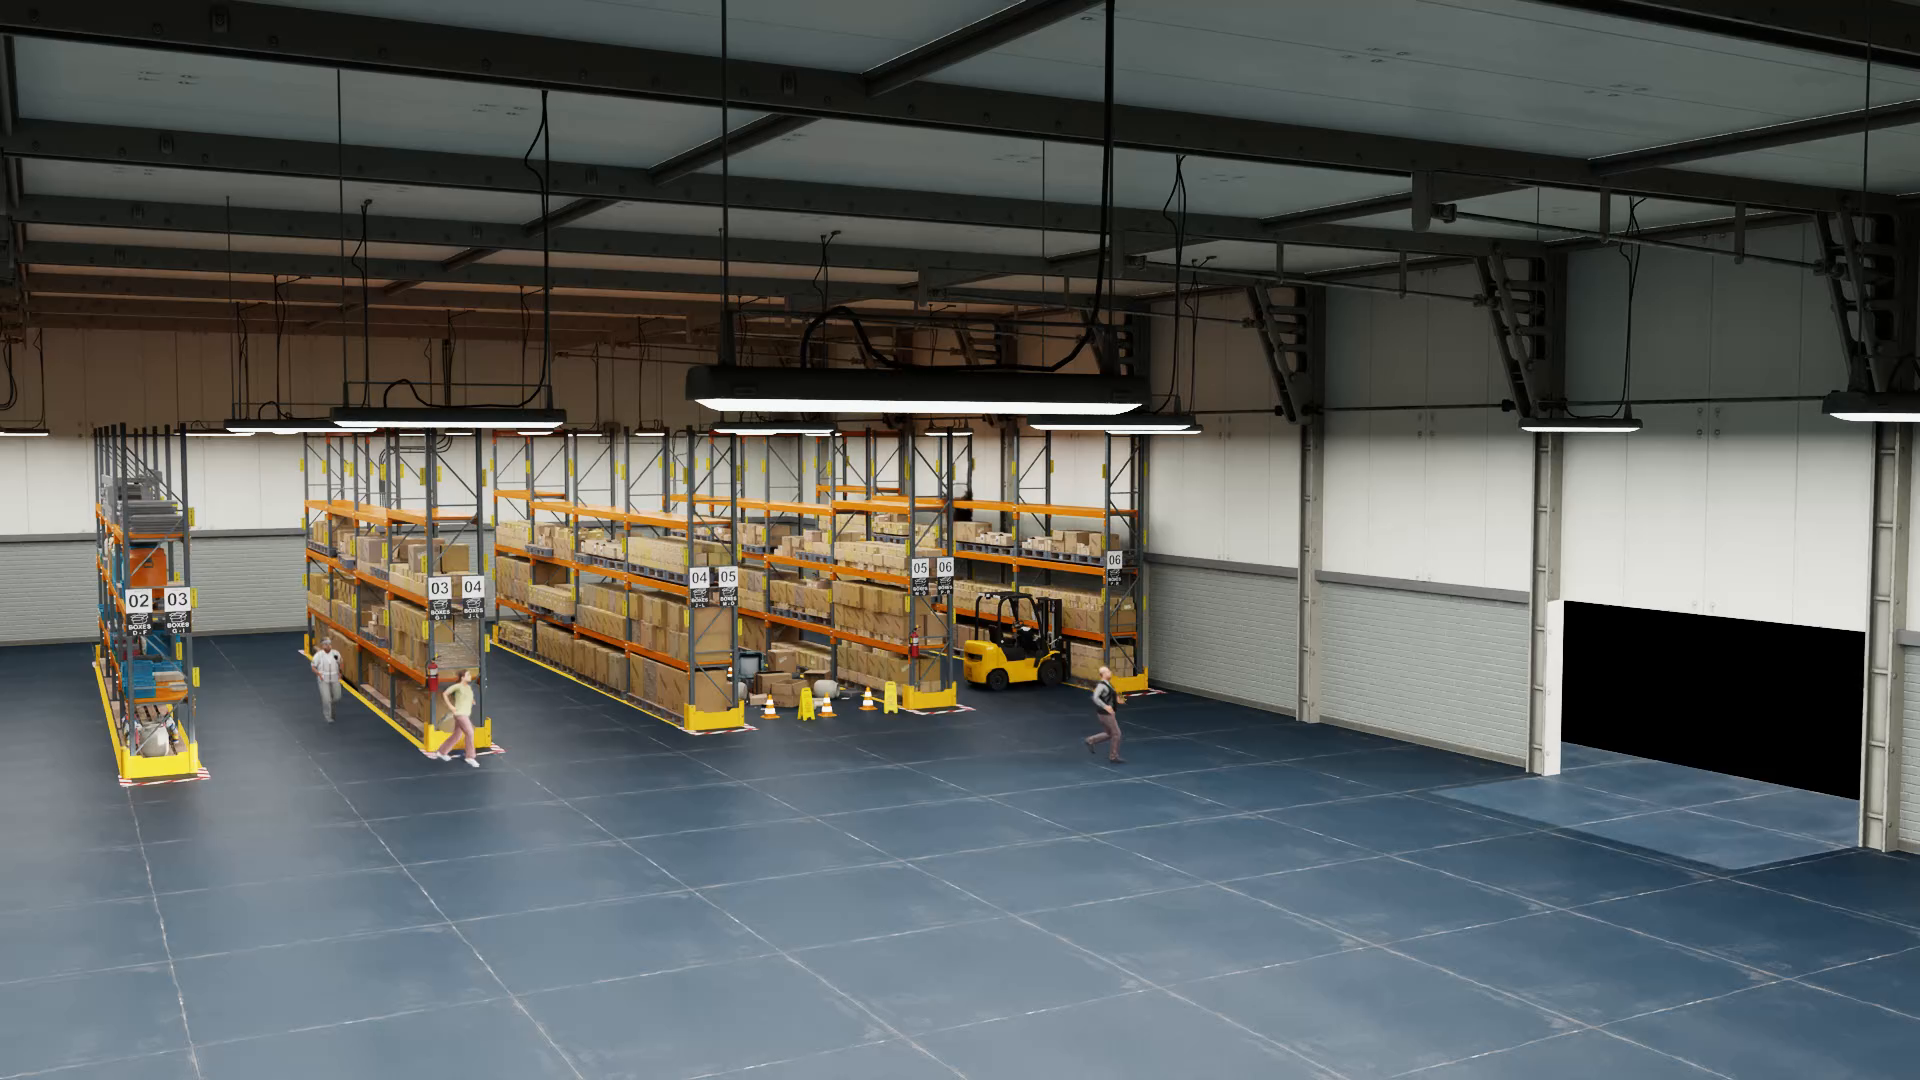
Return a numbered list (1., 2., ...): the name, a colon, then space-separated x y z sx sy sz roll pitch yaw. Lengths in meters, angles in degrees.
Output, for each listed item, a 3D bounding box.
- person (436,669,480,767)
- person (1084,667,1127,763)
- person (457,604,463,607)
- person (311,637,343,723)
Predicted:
1. person: -8.815 3.127 29.380 0.876 1.699 0.586 1 3 9
2. person: 2.572 3.093 29.513 0.803 1.687 0.668 1 4 16
3. person: -14.051 2.135 46.506 0.545 1.525 0.551 1 4 10
4. person: -12.754 2.816 33.596 0.640 1.736 0.596 -2 4 -33
